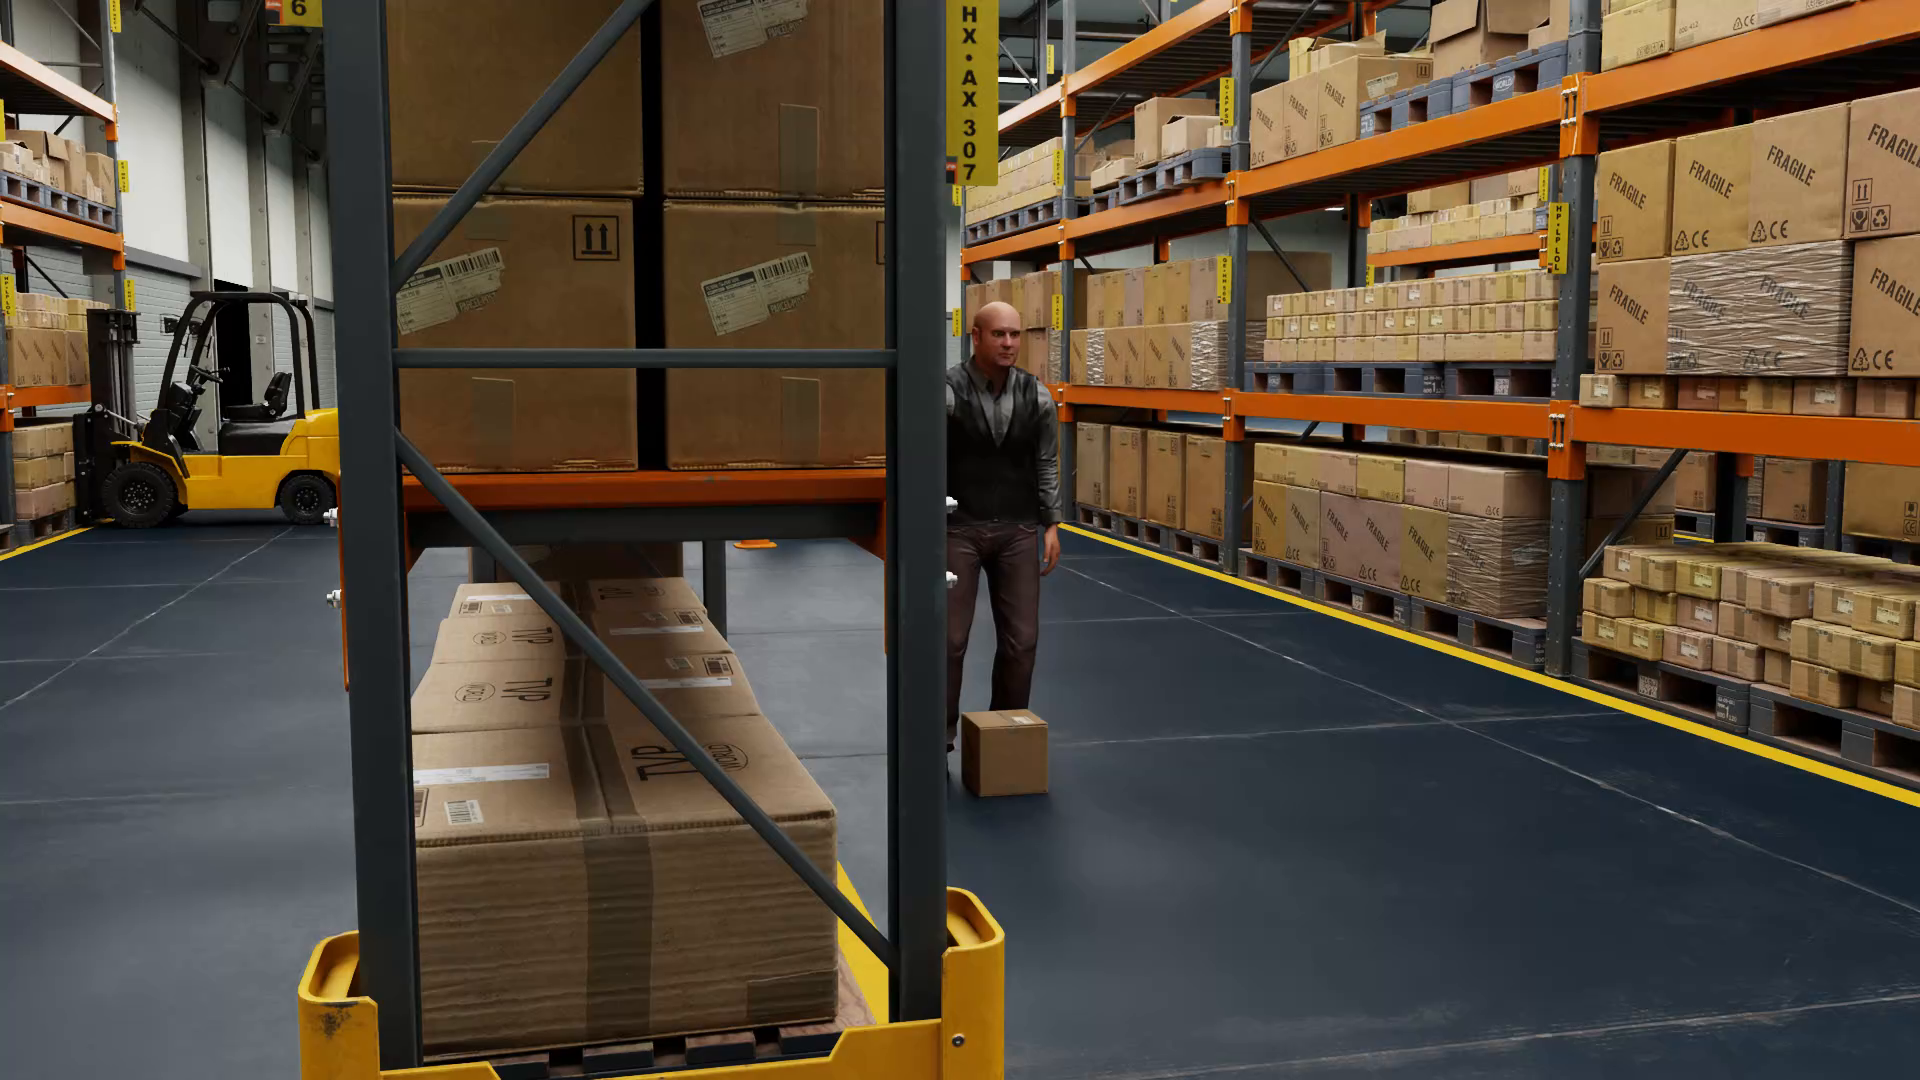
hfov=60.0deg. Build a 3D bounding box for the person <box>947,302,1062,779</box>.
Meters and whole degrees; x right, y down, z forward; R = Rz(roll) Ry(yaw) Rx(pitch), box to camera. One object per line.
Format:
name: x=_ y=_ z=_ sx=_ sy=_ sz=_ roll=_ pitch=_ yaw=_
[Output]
person: x=0.089 y=-0.005 z=6.108 sx=0.591 sy=1.720 sz=0.418 roll=-2 pitch=6 yaw=-17
